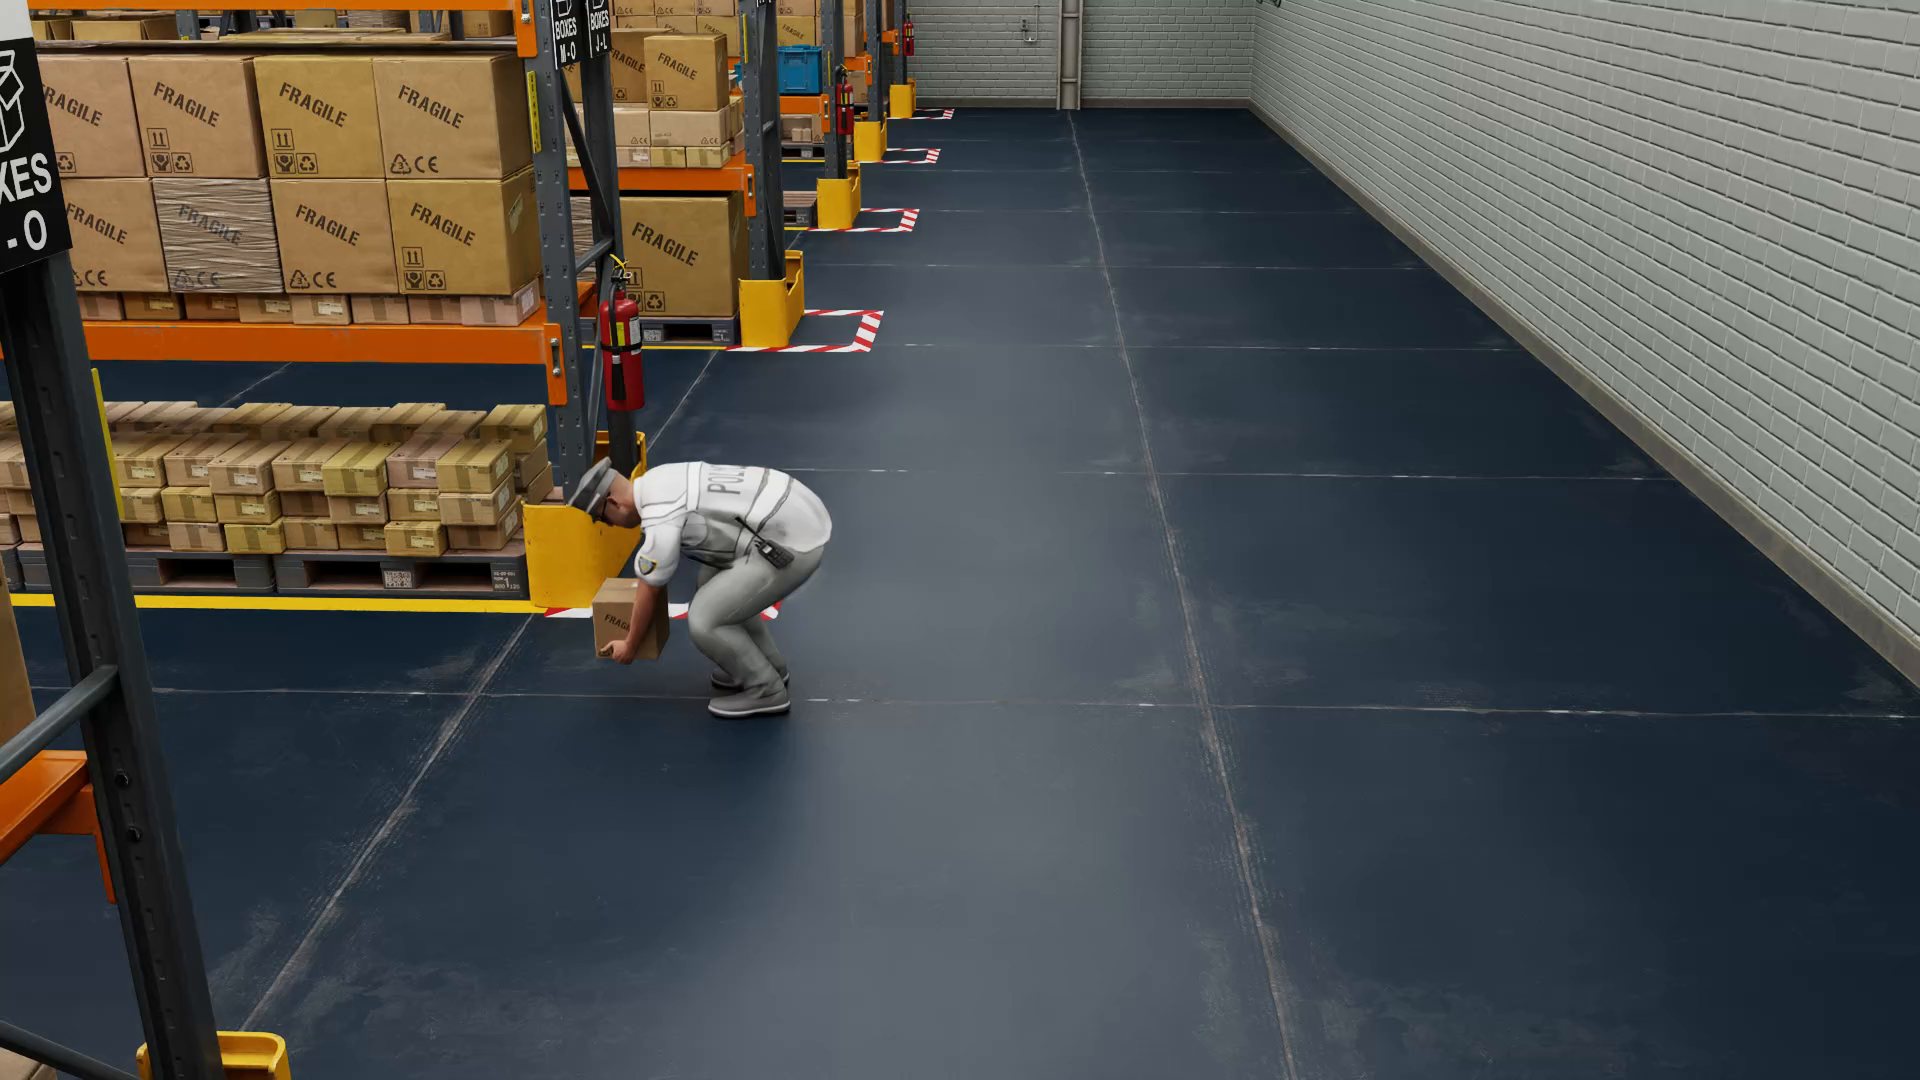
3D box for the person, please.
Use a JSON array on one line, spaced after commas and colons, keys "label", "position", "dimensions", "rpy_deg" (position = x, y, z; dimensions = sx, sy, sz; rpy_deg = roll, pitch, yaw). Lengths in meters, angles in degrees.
[{"label": "person", "position": [-1.023, 0.164, 6.657], "dimensions": [1.027, 1.035, 0.535], "rpy_deg": [0, 21, -1]}]
